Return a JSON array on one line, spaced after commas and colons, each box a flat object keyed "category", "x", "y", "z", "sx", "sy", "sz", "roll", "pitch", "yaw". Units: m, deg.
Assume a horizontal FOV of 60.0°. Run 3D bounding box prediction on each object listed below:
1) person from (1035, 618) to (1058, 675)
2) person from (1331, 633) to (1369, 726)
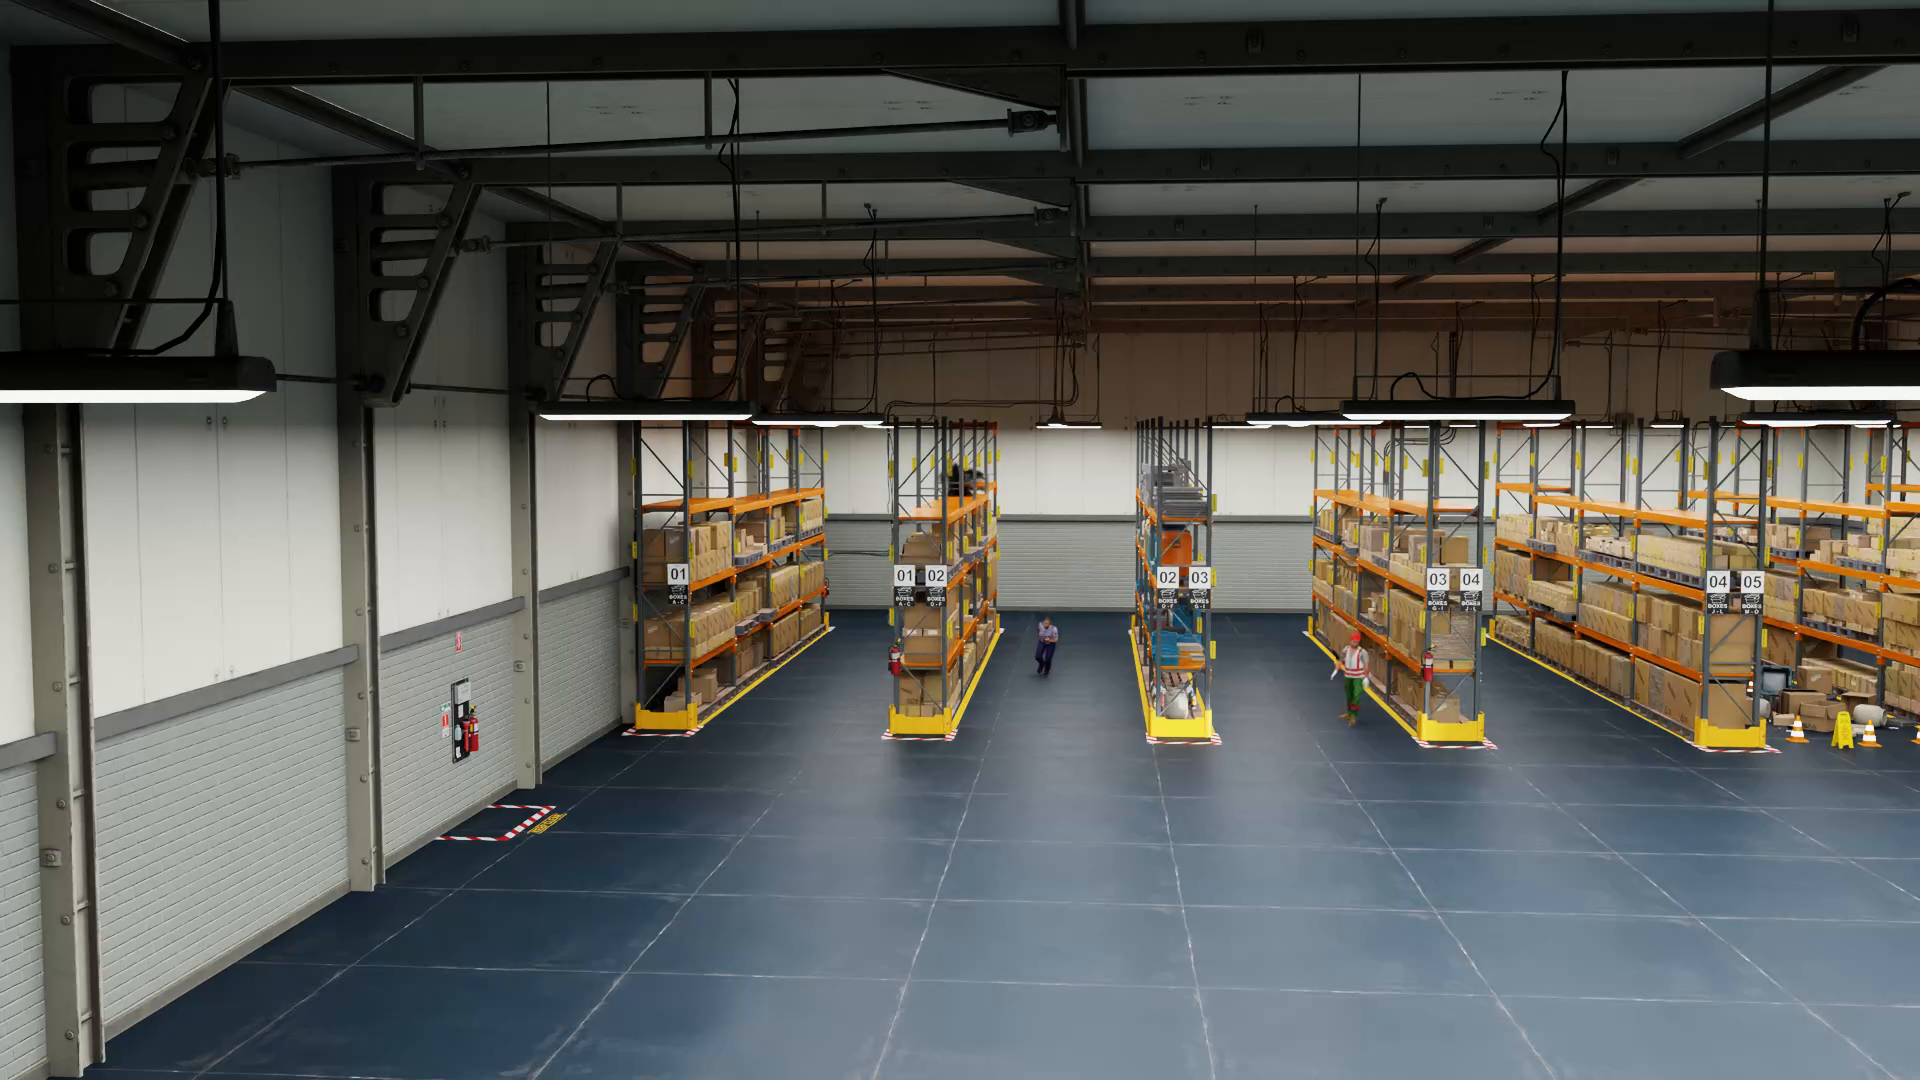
[{"category": "person", "x": 2.018, "y": 2.480, "z": 38.746, "sx": 0.605, "sy": 1.415, "sz": 0.962, "roll": 1, "pitch": 4, "yaw": 13}, {"category": "person", "x": 7.689, "y": 2.709, "z": 32.709, "sx": 0.740, "sy": 1.779, "sz": 0.766, "roll": 3, "pitch": 5, "yaw": 41}]
